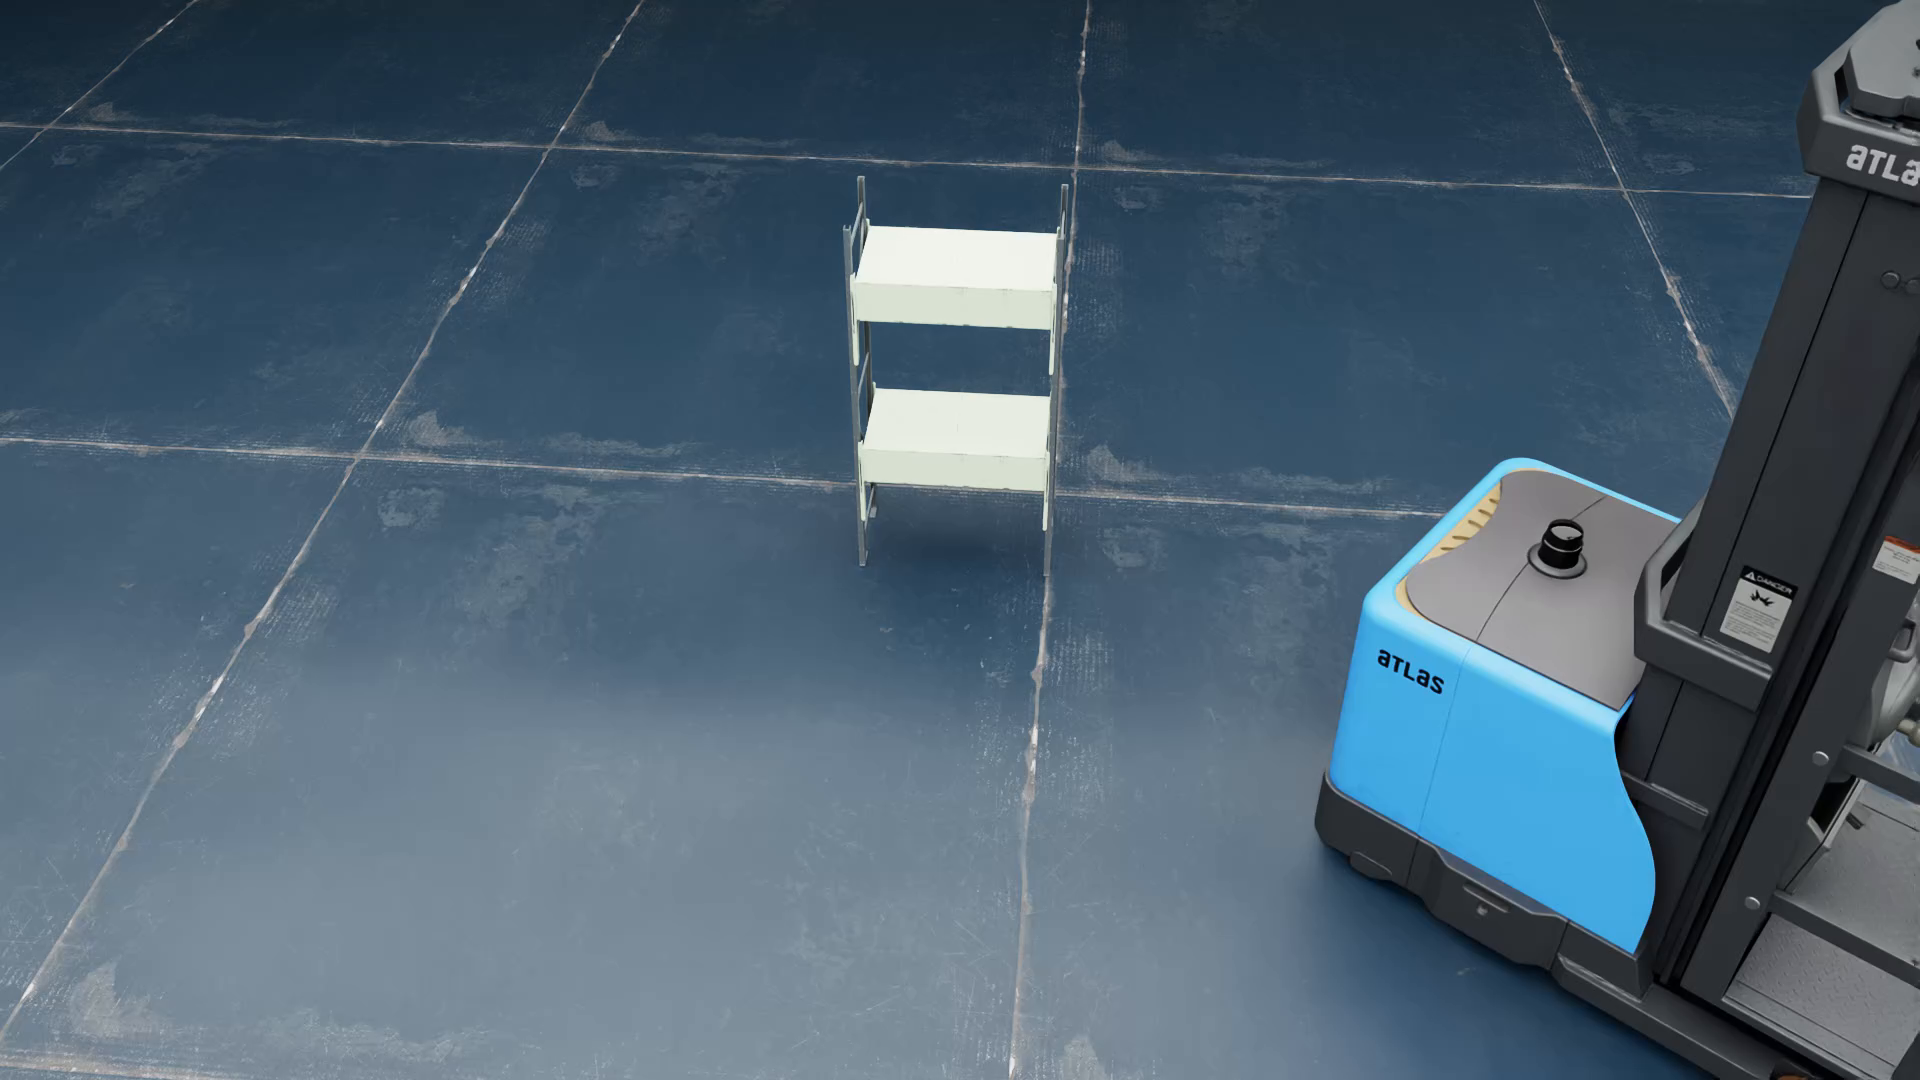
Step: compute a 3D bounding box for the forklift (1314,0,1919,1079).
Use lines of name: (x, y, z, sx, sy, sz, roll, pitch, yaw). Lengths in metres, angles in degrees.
forklift: (2.616, 0.240, 4.134, 3.031, 2.935, 1.130, 28, 47, 30)

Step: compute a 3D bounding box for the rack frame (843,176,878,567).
rack frame: (-0.371, -0.602, 6.301, 0.023, 1.500, 0.400, 3, 39, 4)

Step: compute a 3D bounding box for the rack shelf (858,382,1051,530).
rack shelf: (-0.007, -0.329, 6.483, 0.720, 0.370, 0.431, 3, 39, 4)

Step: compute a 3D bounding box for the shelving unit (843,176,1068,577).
shelving unit: (-0.007, -0.582, 6.277, 0.755, 1.500, 0.431, 3, 39, 4)

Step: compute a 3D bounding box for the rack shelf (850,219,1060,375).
rack shelf: (-0.007, -0.885, 6.031, 0.720, 0.370, 0.431, 3, 39, 4)

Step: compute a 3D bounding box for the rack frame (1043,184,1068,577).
rack frame: (0.358, -0.562, 6.252, 0.023, 1.500, 0.400, 3, 39, 4)
